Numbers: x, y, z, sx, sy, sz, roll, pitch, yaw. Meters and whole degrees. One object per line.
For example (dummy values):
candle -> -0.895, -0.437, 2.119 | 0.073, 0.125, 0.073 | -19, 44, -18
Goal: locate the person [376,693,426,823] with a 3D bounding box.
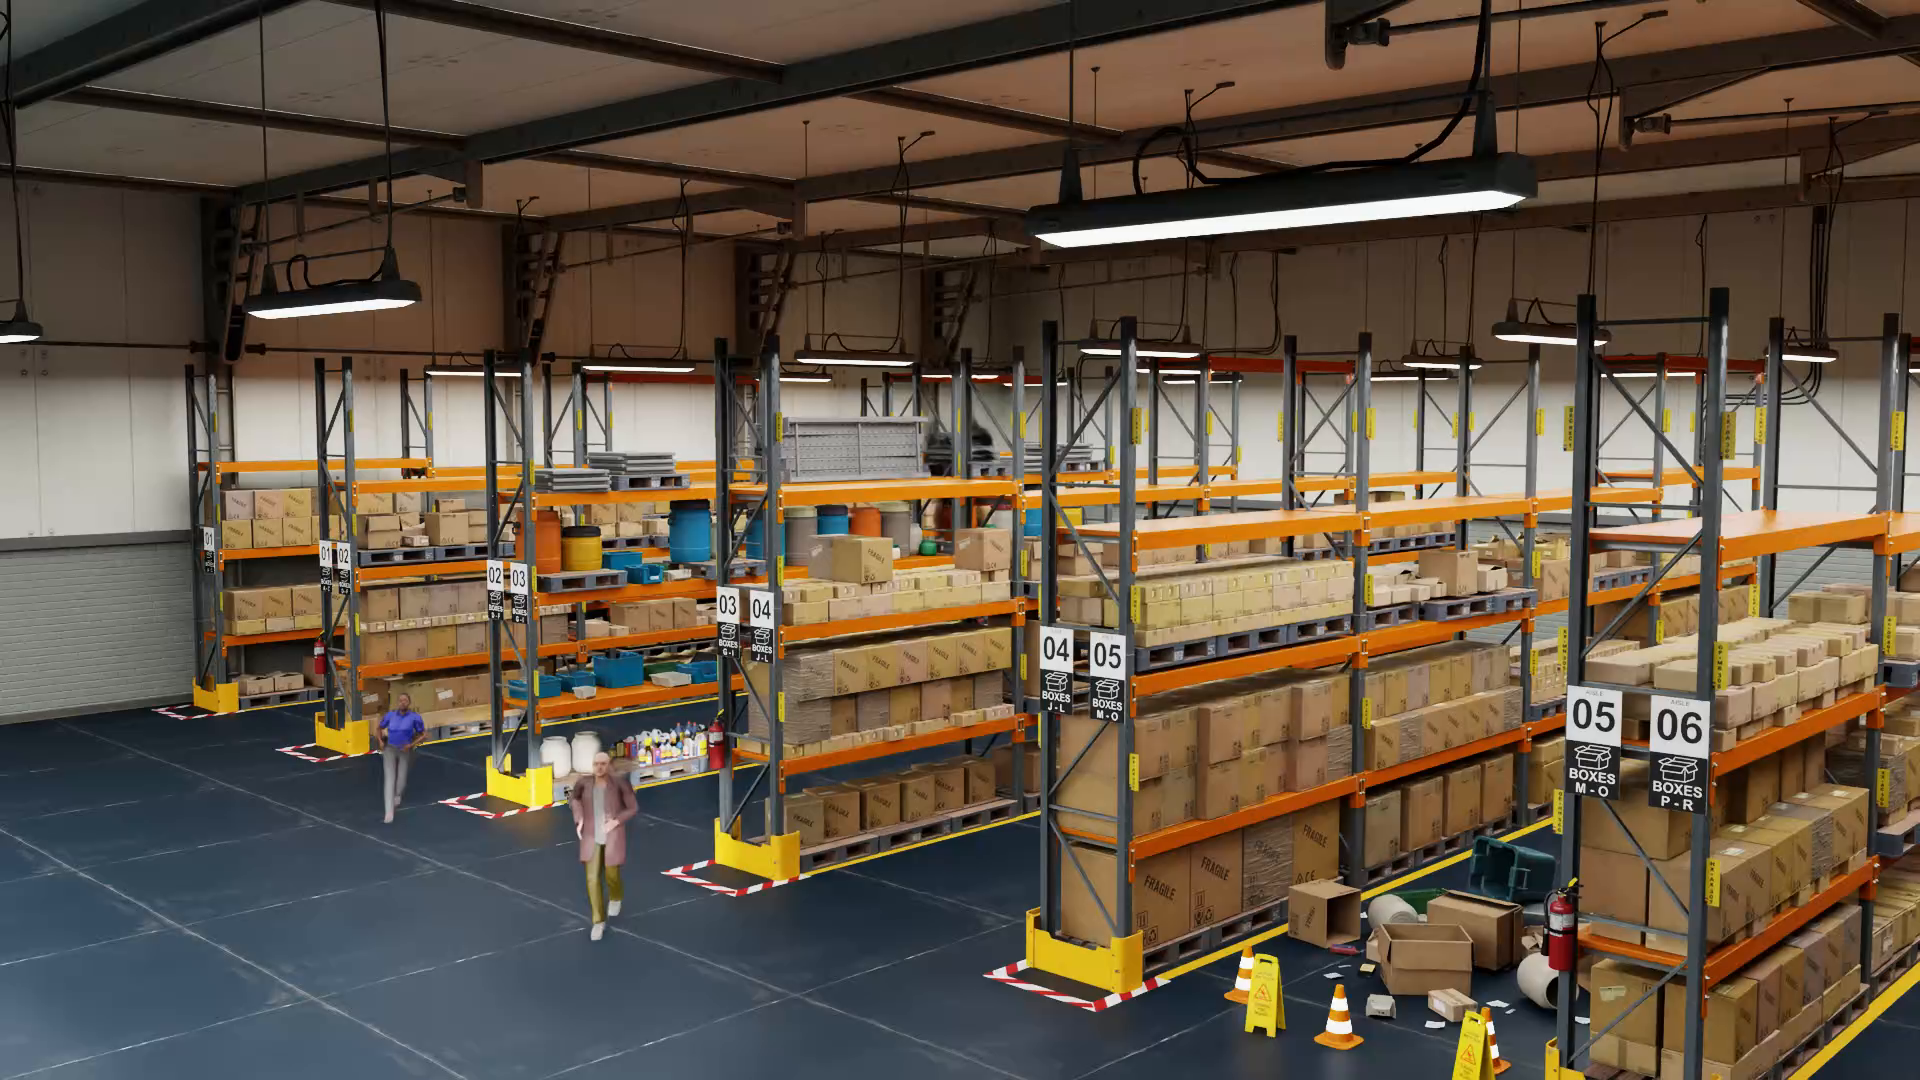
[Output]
person -> -7.154, 2.747, 21.291 | 0.618, 1.613, 0.697 | -1, 4, -11

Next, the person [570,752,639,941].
person -> -3.567, 3.000, 16.645 | 0.719, 1.786, 0.951 | 0, 4, -1
